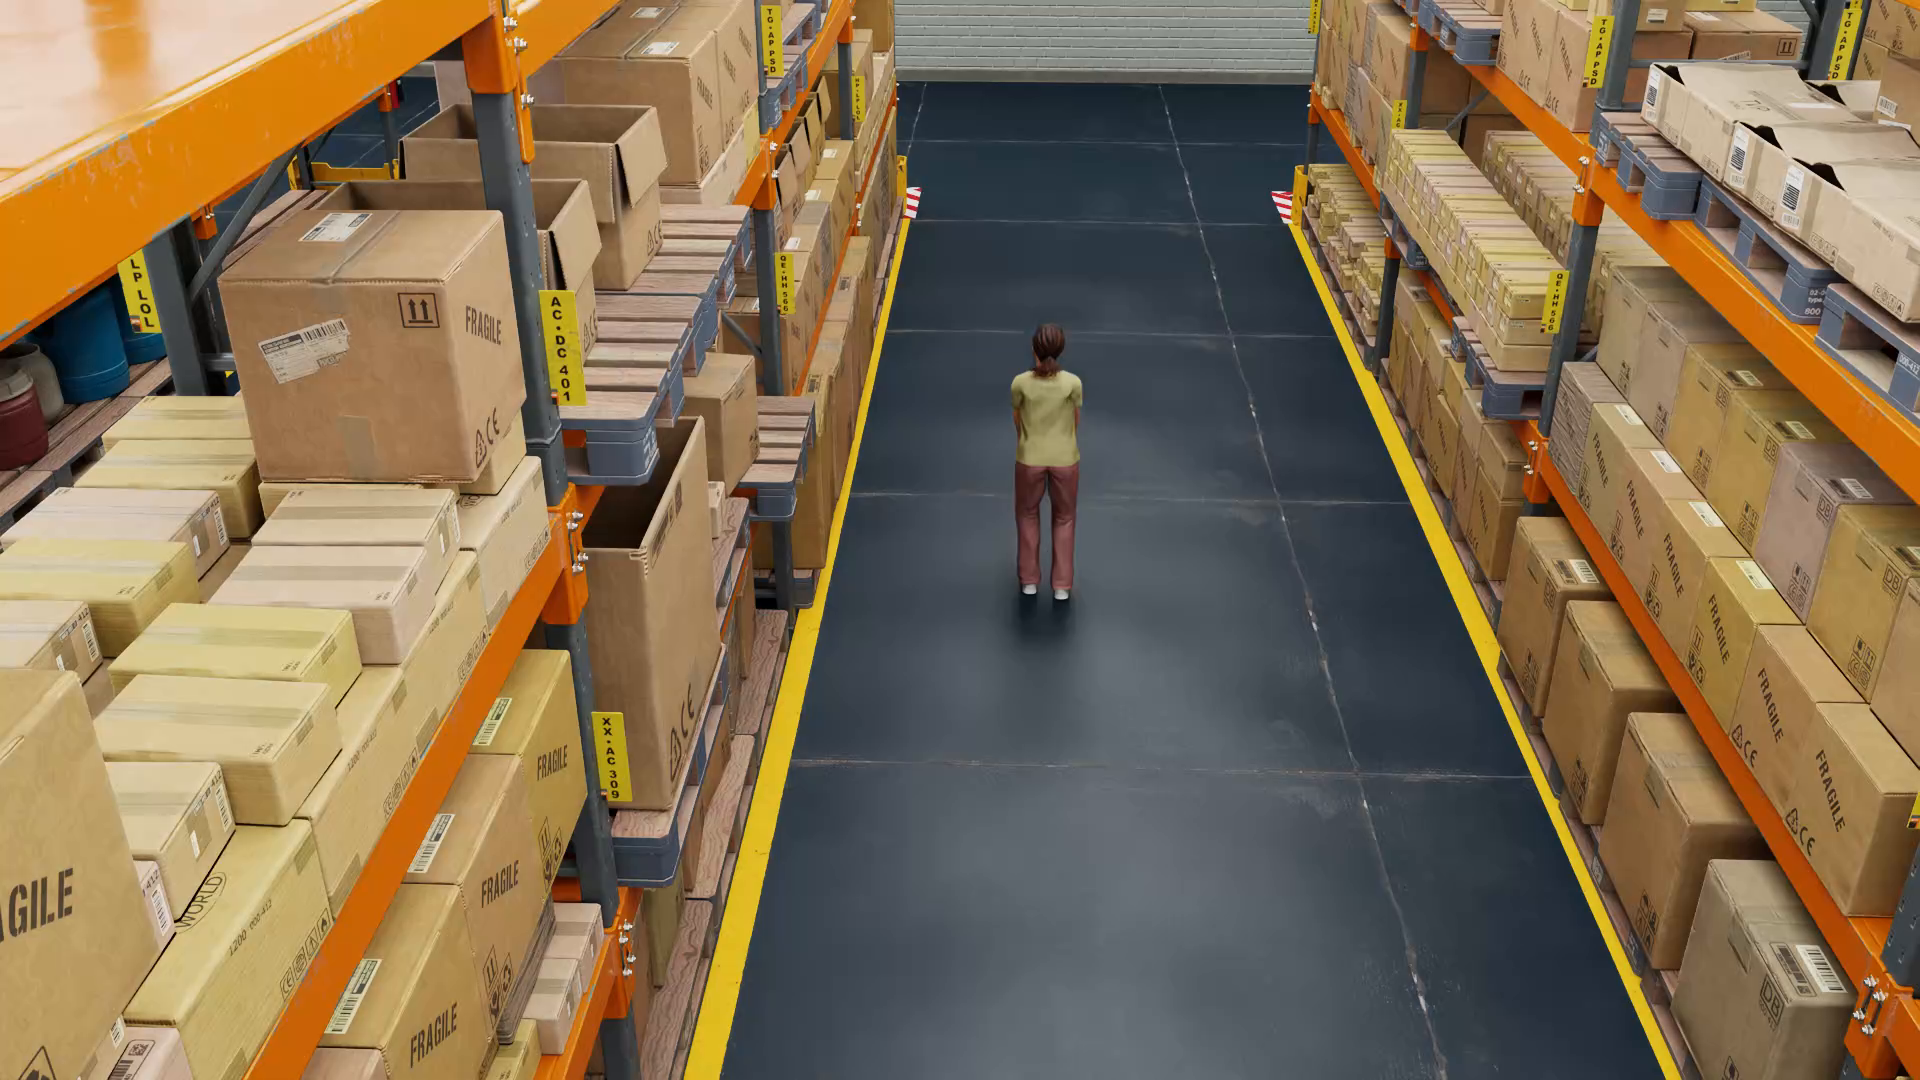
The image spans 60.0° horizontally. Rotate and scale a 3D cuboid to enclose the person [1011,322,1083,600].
[{"bbox_3d":[0.487,-0.478,9.533,0.407,1.668,0.502,1,28,1],"label":"person"}]
